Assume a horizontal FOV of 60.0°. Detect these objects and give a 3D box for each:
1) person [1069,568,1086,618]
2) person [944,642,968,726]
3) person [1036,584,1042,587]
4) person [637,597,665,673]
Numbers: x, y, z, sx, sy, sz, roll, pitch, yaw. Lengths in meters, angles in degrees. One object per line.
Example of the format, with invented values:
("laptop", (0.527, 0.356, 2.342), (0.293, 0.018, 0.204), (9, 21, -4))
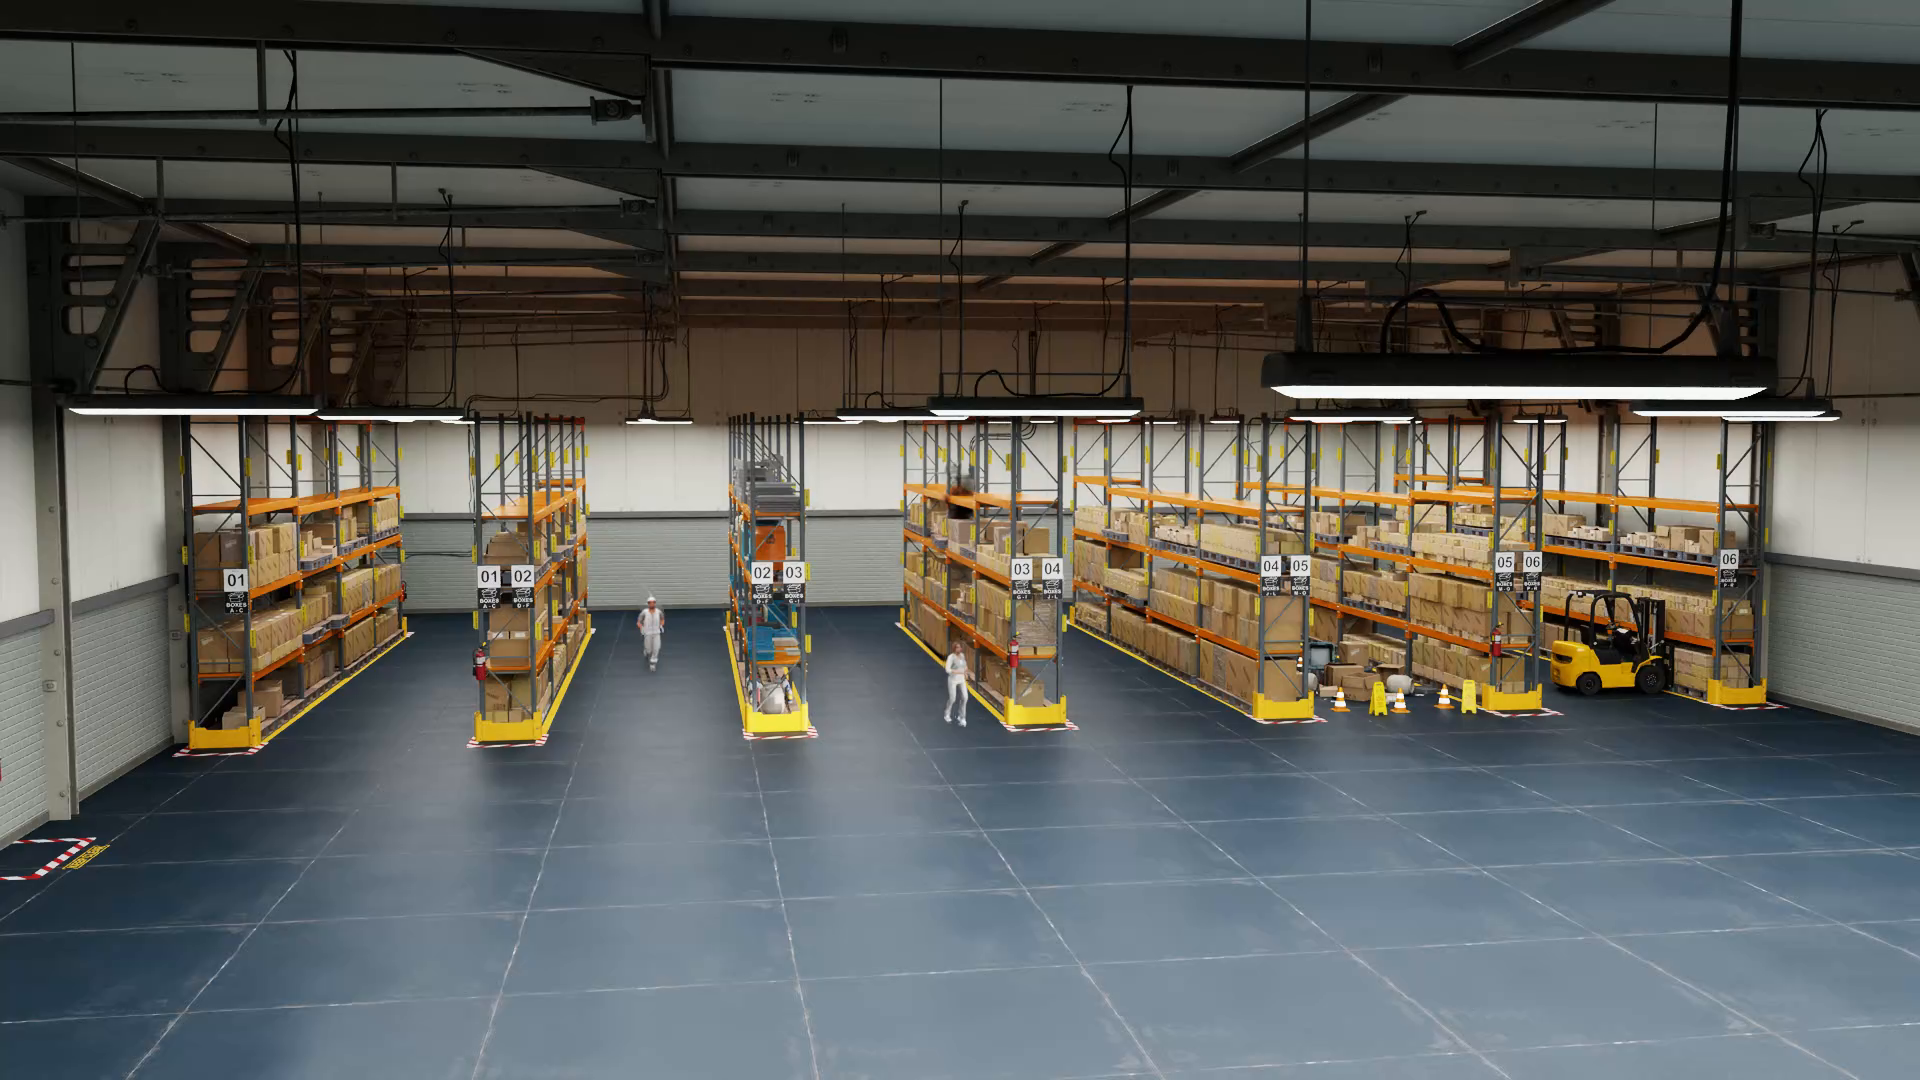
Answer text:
("person", (3.621, 1.563, 49.784), (0.702, 1.609, 0.628), (0, 4, 1))
("person", (-0.057, 2.768, 31.916), (0.553, 1.657, 0.698), (-2, 5, -32))
("person", (2.207, 1.716, 47.118), (0.712, 1.632, 0.503), (0, 4, 3))
("person", (-7.199, 2.210, 38.901), (0.655, 1.754, 0.746), (-2, 4, -22))
